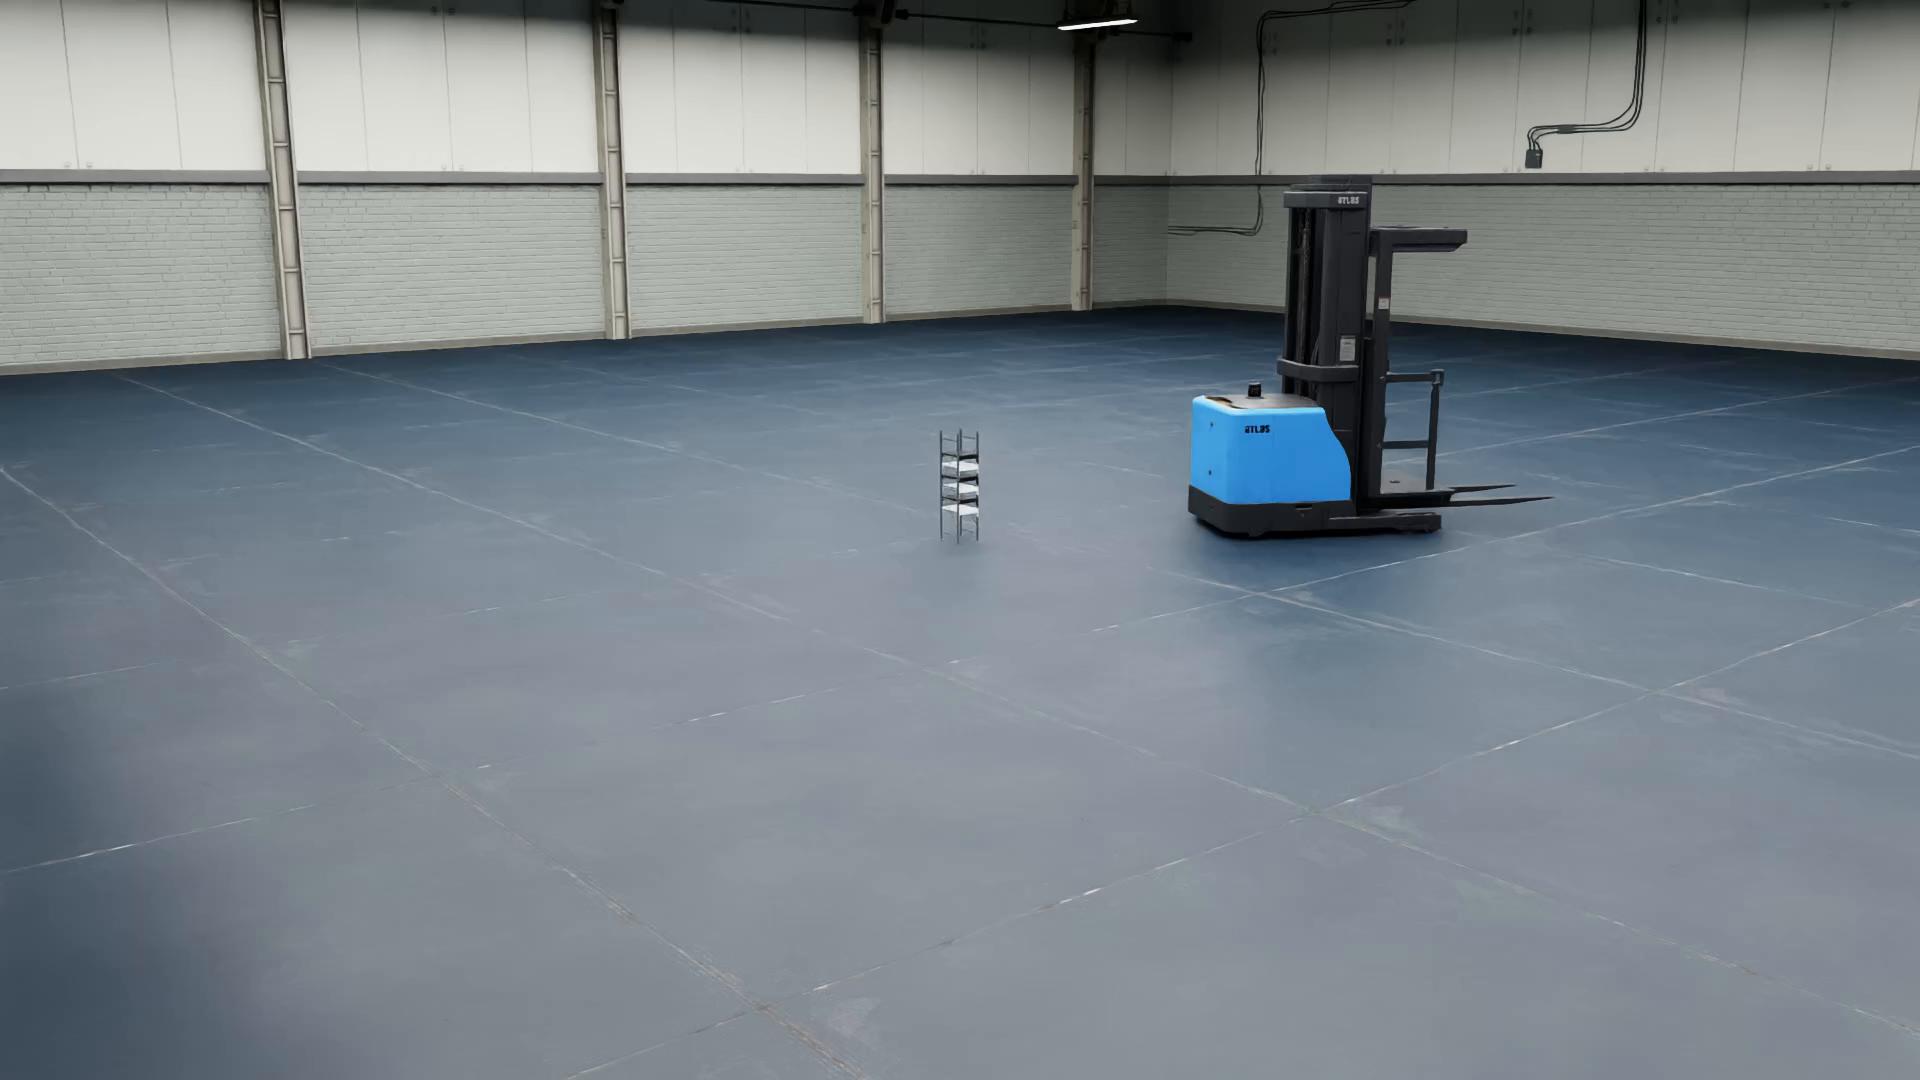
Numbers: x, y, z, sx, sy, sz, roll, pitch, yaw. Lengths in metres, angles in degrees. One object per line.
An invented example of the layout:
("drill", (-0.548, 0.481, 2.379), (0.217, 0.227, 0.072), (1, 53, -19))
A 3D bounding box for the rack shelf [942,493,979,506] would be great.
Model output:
("rack shelf", (-0.006, -0.318, 13.556), (0.200, 0.077, 0.258), (-9, 15, -38))

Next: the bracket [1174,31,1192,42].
("bracket", (5.250, -11.874, 39.218), (0.430, 0.232, 0.235), (-9, 15, -38))

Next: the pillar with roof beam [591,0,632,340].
("pillar with roof beam", (-3.828, -7.554, 27.540), (0.548, 9.000, 9.100), (-9, 15, -38))

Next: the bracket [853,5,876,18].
("bracket", (-1.934, -10.680, 33.596), (0.430, 0.232, 0.235), (-9, 15, -38))

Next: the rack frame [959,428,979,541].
("rack frame", (0.073, -0.452, 13.592), (0.006, 0.900, 0.240), (-9, 15, -38))

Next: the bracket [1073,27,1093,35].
("bracket", (2.751, -11.459, 37.262), (0.430, 0.232, 0.235), (-9, 15, -38))

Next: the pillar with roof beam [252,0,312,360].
("pillar with roof beam", (-8.513, -6.776, 23.873), (0.400, 9.000, 9.100), (-9, 15, -38))

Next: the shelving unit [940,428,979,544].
("shelving unit", (-0.006, -0.439, 13.530), (0.210, 0.900, 0.258), (-9, 15, -38))

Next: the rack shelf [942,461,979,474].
("rack shelf", (-0.006, -0.583, 13.500), (0.200, 0.077, 0.258), (-9, 15, -38))

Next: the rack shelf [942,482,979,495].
("rack shelf", (-0.006, -0.407, 13.537), (0.200, 0.077, 0.258), (-9, 15, -38))

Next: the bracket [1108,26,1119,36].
("bracket", (3.399, -11.567, 37.770), (0.430, 0.232, 0.235), (-9, 15, -38))

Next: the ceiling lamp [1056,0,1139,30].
("ceiling lamp", (2.803, -11.393, 31.566), (0.800, 3.185, 2.000), (-9, 15, -38))

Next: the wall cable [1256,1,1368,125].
("wall cable", (7.670, -10.490, 36.683), (0.112, 2.526, 3.097), (-9, 15, -38))

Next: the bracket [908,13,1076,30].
("bracket", (0.739, -11.125, 35.688), (4.783, 0.066, 0.076), (-9, 15, -38))

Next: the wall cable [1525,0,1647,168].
("wall cable", (11.898, -10.099, 31.337), (0.169, 6.003, 2.305), (-9, 15, -38))

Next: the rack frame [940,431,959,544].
("rack frame", (-0.086, -0.426, 13.468), (0.006, 0.900, 0.240), (-9, 15, -38))

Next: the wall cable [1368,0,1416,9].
("wall cable", (9.603, -12.213, 33.847), (0.112, 2.526, 3.097), (-9, 15, -38))

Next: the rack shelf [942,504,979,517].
("rack shelf", (-0.006, -0.230, 13.575), (0.200, 0.077, 0.258), (-9, 15, -38))

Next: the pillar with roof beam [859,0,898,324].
("pillar with roof beam", (0.857, -8.333, 31.206), (0.548, 9.000, 9.100), (-9, 15, -38))

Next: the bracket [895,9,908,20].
("bracket", (-1.286, -10.788, 34.103), (0.430, 0.232, 0.235), (-9, 15, -38))

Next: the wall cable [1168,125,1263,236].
("wall cable", (5.980, -8.458, 39.274), (0.112, 2.526, 3.097), (-9, 15, -38))

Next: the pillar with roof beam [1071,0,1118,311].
("pillar with roof beam", (5.543, -9.111, 34.873), (0.548, 9.000, 9.100), (-9, 15, -38))

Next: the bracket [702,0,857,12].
("bracket", (-3.946, -10.346, 32.021), (4.783, 0.066, 0.076), (-9, 15, -38))

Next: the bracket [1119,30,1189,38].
("bracket", (4.789, -11.797, 38.857), (3.189, 0.066, 0.076), (-9, 15, -38))

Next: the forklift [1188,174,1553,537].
("forklift", (3.554, -1.588, 14.050), (3.031, 2.935, 1.130), (-2, 12, -12))

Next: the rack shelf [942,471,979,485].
("rack shelf", (-0.006, -0.495, 13.519), (0.200, 0.077, 0.258), (-9, 15, -38))

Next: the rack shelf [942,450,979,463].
("rack shelf", (-0.006, -0.671, 13.481), (0.200, 0.077, 0.258), (-9, 15, -38))
